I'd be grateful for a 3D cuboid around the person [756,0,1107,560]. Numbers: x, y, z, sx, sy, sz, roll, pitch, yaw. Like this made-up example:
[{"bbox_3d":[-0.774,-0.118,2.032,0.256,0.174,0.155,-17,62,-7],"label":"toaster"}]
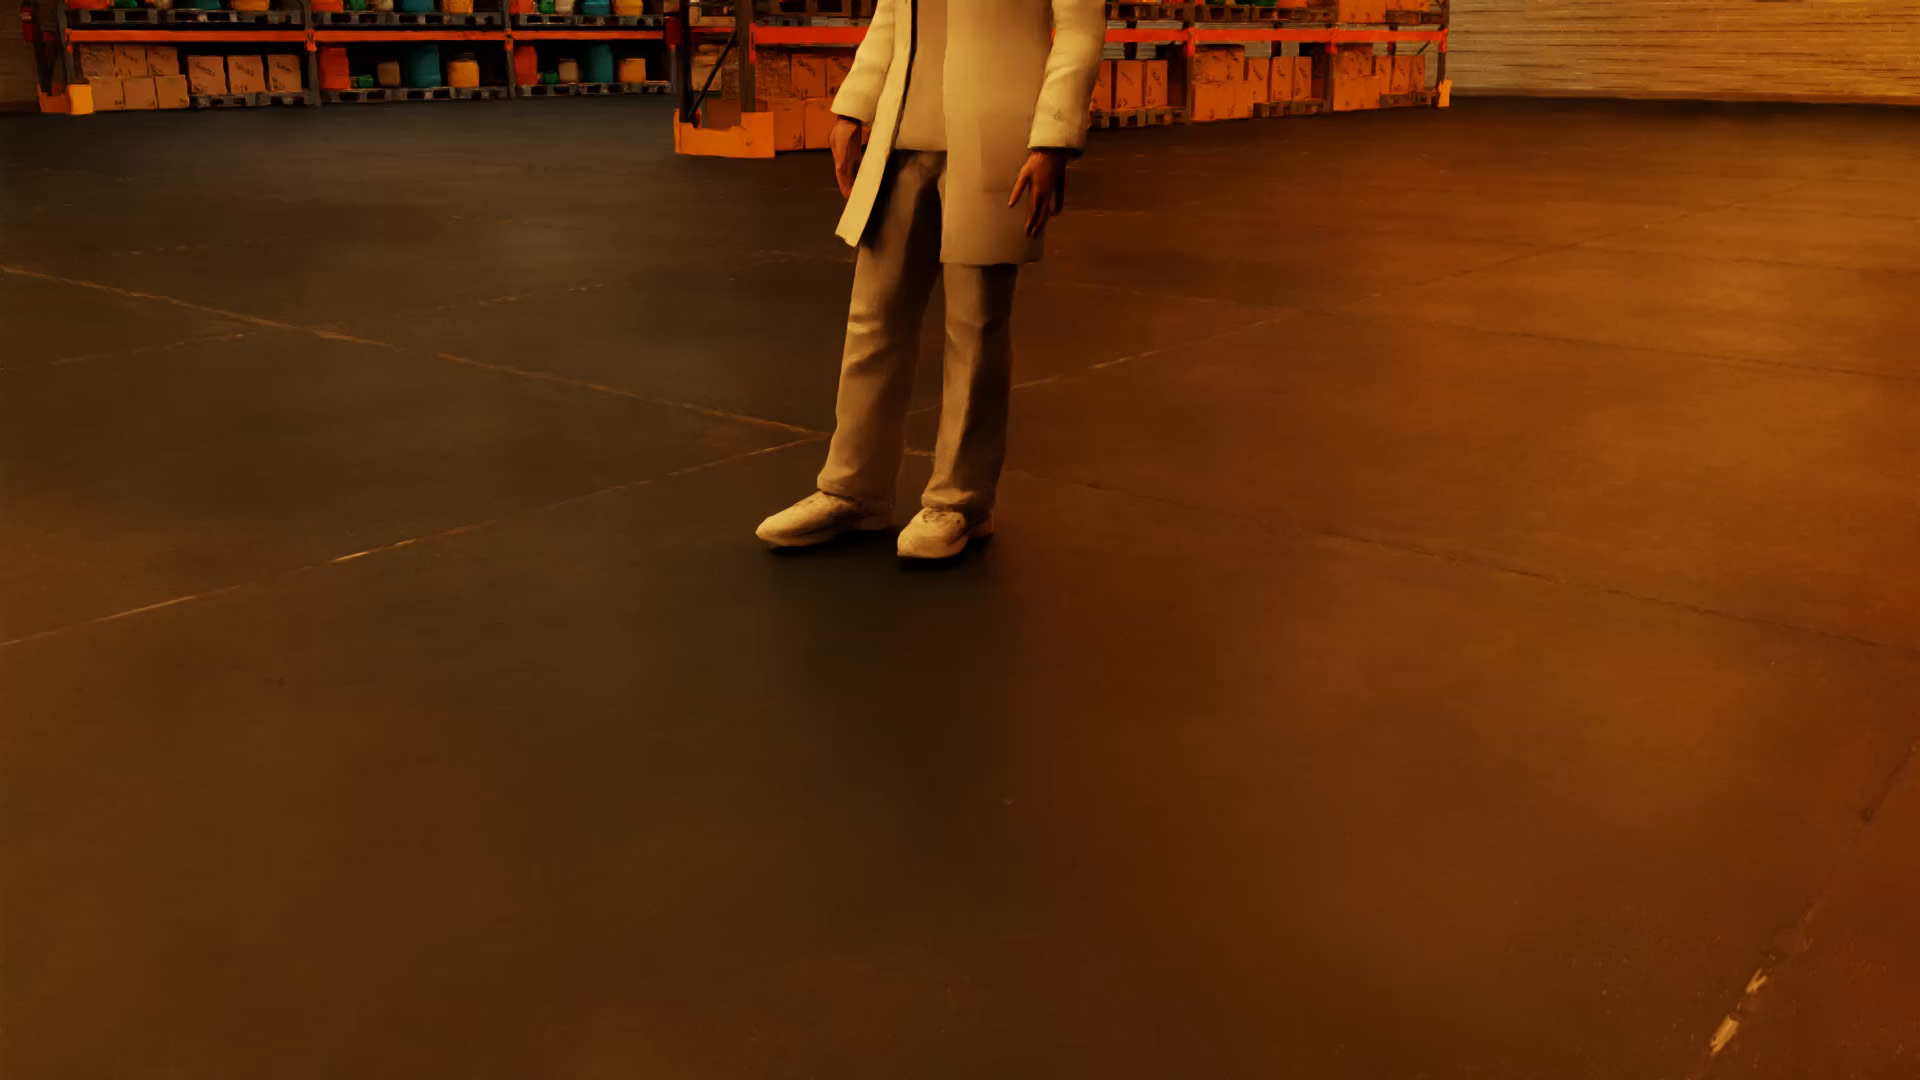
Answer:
[{"bbox_3d":[-0.062,-0.838,3.617,0.694,1.776,0.579,13,21,37],"label":"person"}]
